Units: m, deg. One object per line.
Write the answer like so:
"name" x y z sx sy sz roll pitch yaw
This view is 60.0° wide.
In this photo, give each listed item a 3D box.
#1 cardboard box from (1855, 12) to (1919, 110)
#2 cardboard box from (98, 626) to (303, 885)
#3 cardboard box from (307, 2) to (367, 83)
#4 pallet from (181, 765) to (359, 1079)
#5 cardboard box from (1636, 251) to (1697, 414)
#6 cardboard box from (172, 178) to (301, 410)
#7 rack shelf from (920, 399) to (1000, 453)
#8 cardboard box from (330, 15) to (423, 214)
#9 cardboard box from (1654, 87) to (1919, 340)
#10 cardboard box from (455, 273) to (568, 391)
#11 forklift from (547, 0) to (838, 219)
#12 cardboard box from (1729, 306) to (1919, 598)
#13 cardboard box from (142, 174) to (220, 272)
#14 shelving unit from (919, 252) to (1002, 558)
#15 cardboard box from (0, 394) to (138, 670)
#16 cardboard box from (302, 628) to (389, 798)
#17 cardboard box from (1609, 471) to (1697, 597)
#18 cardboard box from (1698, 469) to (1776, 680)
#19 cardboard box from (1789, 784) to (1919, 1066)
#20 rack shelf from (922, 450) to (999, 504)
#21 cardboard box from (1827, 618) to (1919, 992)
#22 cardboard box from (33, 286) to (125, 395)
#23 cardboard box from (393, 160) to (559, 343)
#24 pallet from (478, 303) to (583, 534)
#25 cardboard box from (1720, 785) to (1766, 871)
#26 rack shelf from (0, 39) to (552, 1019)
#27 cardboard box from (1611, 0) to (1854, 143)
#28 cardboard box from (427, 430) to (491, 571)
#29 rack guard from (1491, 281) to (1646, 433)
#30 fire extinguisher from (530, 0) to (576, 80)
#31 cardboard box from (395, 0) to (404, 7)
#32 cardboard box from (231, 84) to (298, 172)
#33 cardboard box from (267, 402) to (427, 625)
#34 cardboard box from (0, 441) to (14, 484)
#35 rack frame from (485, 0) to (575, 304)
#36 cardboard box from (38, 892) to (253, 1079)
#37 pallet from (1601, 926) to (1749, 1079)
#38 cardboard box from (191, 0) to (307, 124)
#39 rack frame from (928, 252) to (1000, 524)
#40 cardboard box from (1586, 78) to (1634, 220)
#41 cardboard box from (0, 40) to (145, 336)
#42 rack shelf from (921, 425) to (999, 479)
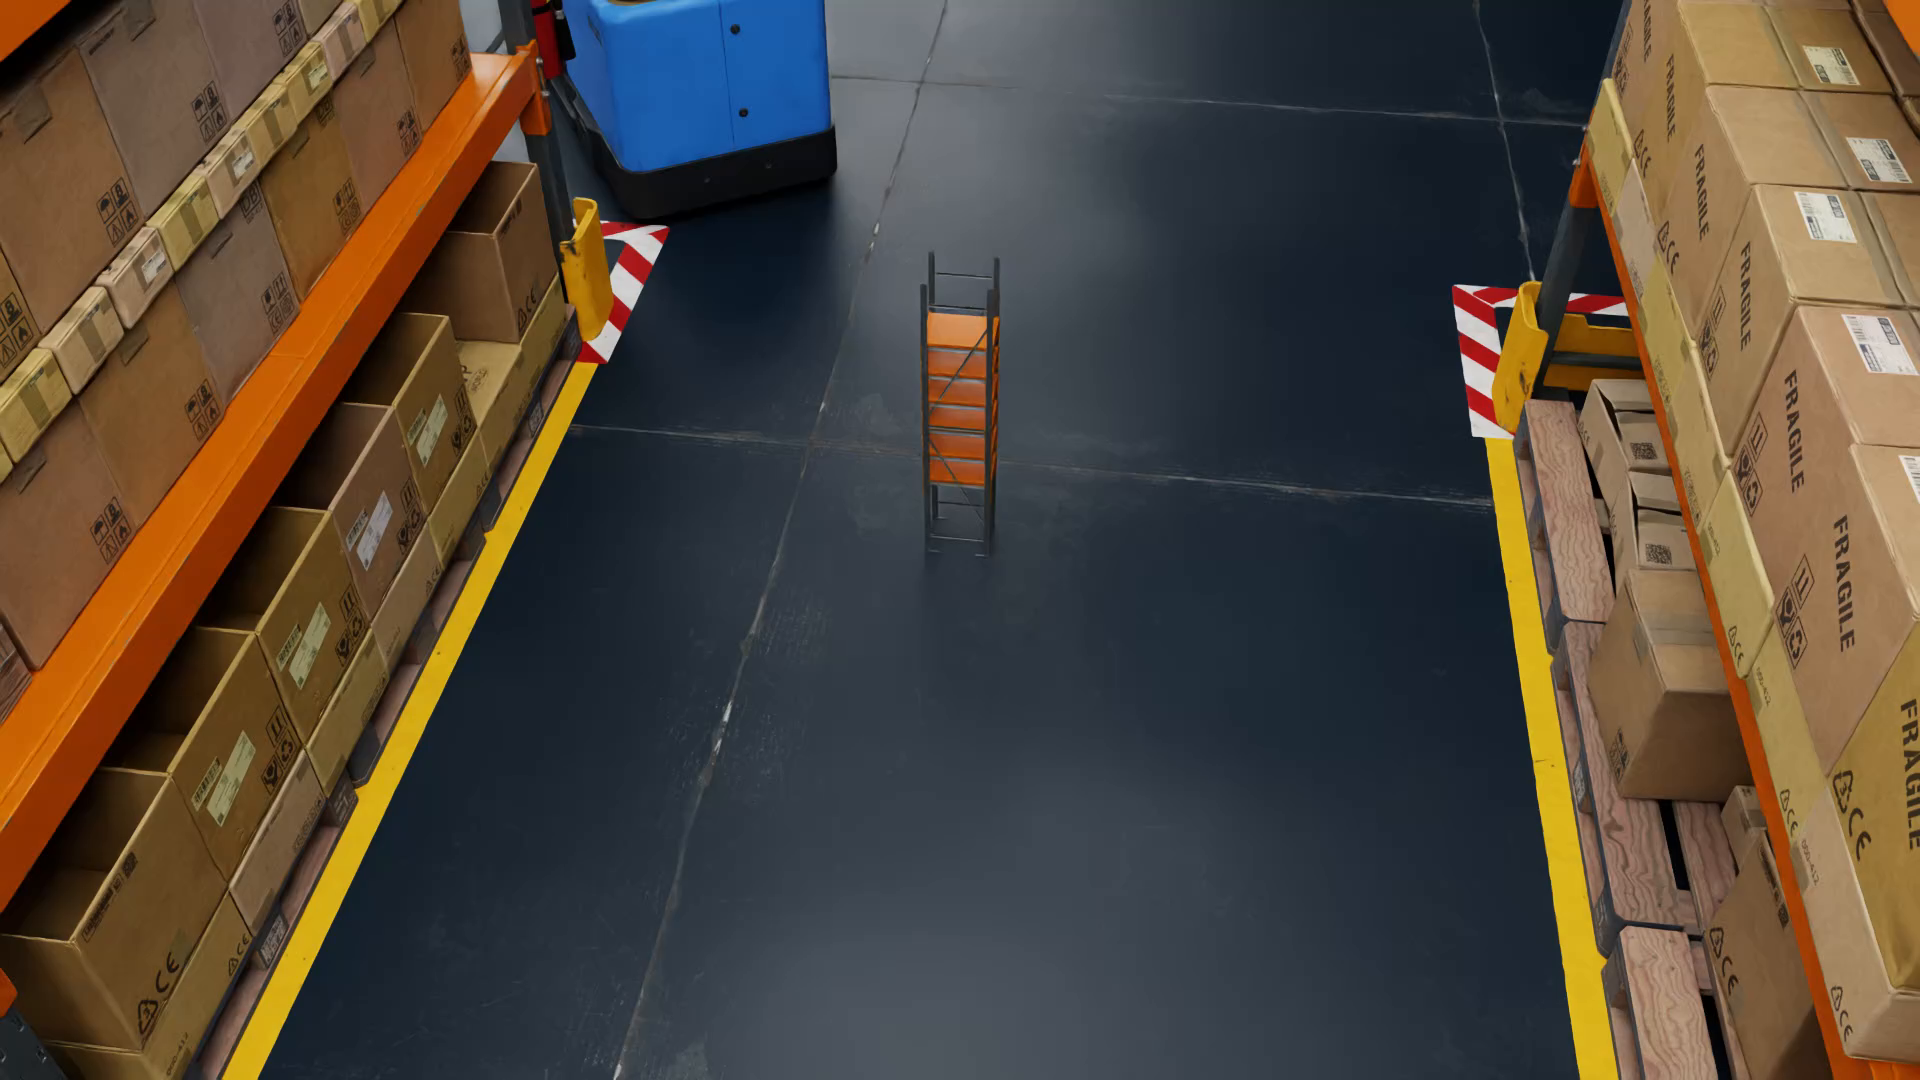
"cardboard box" 2.857 -1.184 4.868 0.500 0.500 0.500 6 44 6
"cardboard box" -2.225 0.581 4.603 0.500 0.500 0.500 5 44 6
"cardboard box" -2.090 -1.559 5.171 0.380 0.149 0.250 6 44 6
"pallet" -2.508 1.111 4.923 1.003 0.211 1.213 5 44 6
"cardboard box" 2.278 -0.589 4.785 0.500 0.250 0.500 5 44 5
"cardboard box" -2.402 -0.753 4.791 0.700 0.500 0.500 6 44 7
"rack shelf" 0.002 -0.413 5.878 0.258 0.103 0.180 5 44 6
"cardboard box" -2.265 -1.450 5.527 0.700 0.500 0.500 6 44 7
"cardboard box" 2.274 -0.881 4.548 0.500 0.500 0.500 4 44 4
"cardboard box" -1.904 -0.851 6.662 0.500 0.250 0.500 5 44 6
"forklift" -1.664 -3.576 7.895 1.130 2.935 3.031 -17 46 -18
"cardboard box" 2.150 -0.174 3.801 0.500 0.500 0.500 4 44 4
"cardboard box" -2.226 -0.857 4.429 0.380 0.149 0.250 5 44 5
"shelving unit" 0.002 -0.446 5.848 0.258 1.200 0.189 5 44 6
"cardboard box" -2.539 -0.063 4.062 0.700 0.500 0.500 5 44 5
"cardboard box" -2.150 0.514 5.220 0.500 0.250 0.500 5 44 6
"cardboard box" 2.529 0.027 5.676 0.500 0.311 0.500 9 44 9
"cardboard box" 2.144 0.098 4.059 0.500 0.250 0.500 5 44 5
"cardboard box" 2.018 0.781 3.338 0.500 0.250 0.500 5 44 6
"rack shelf" 0.002 -0.239 6.043 0.258 0.103 0.180 5 44 6
"cardboard box" 2.012 0.509 3.080 0.500 0.500 0.500 5 44 5
"cardboard box" -2.293 -0.497 4.049 0.380 0.149 0.250 4 44 4
"cardboard box" -1.902 -1.123 6.404 0.500 0.500 0.500 5 44 6
"pallet" -2.185 -0.552 6.679 1.003 0.211 1.213 5 44 6
"cardboard box" 2.487 0.872 4.901 0.380 0.149 0.250 2 43 2
"rack shelf" -2.390 -0.465 5.083 1.077 0.370 4.000 5 44 6
"cardboard box" 2.424 -1.569 5.274 0.500 0.500 0.500 5 44 6
"cardboard box" -2.022 -0.168 5.940 0.500 0.250 0.500 5 44 6
"rack guard" 2.775 -0.682 6.607 1.175 0.500 0.348 5 44 6
"fire extinguisher" -1.650 -2.100 6.342 0.296 0.674 0.183 5 44 6
"cardboard box" -2.021 -1.905 5.536 0.380 0.149 0.250 6 44 7
"cardboard box" -2.157 -1.201 4.792 0.380 0.149 0.250 6 44 7
"cardboard box" -2.087 -0.100 5.323 0.500 0.500 0.500 5 44 6
"cardboard box" -2.362 -0.148 3.680 0.380 0.149 0.250 4 44 4
"rack frame" -2.126 -2.089 6.275 1.000 3.000 0.127 5 44 6
"cardboard box" -2.293 1.194 4.502 0.500 0.250 0.500 5 44 6
"pallet" 2.310 1.636 4.369 1.003 0.211 1.213 5 44 6
"cardboard box" -2.337 -1.541 4.680 0.700 0.500 0.500 5 44 6
"rack frame" 0.014 -0.508 5.914 0.240 1.200 0.006 5 44 6
"cardboard box" 2.406 -1.291 5.526 0.500 0.250 0.500 4 44 4
"cardboard box" -2.470 -0.859 3.960 0.700 0.500 0.500 5 44 5
"rack shelf" 0.002 -0.326 5.961 0.258 0.103 0.180 5 44 6
